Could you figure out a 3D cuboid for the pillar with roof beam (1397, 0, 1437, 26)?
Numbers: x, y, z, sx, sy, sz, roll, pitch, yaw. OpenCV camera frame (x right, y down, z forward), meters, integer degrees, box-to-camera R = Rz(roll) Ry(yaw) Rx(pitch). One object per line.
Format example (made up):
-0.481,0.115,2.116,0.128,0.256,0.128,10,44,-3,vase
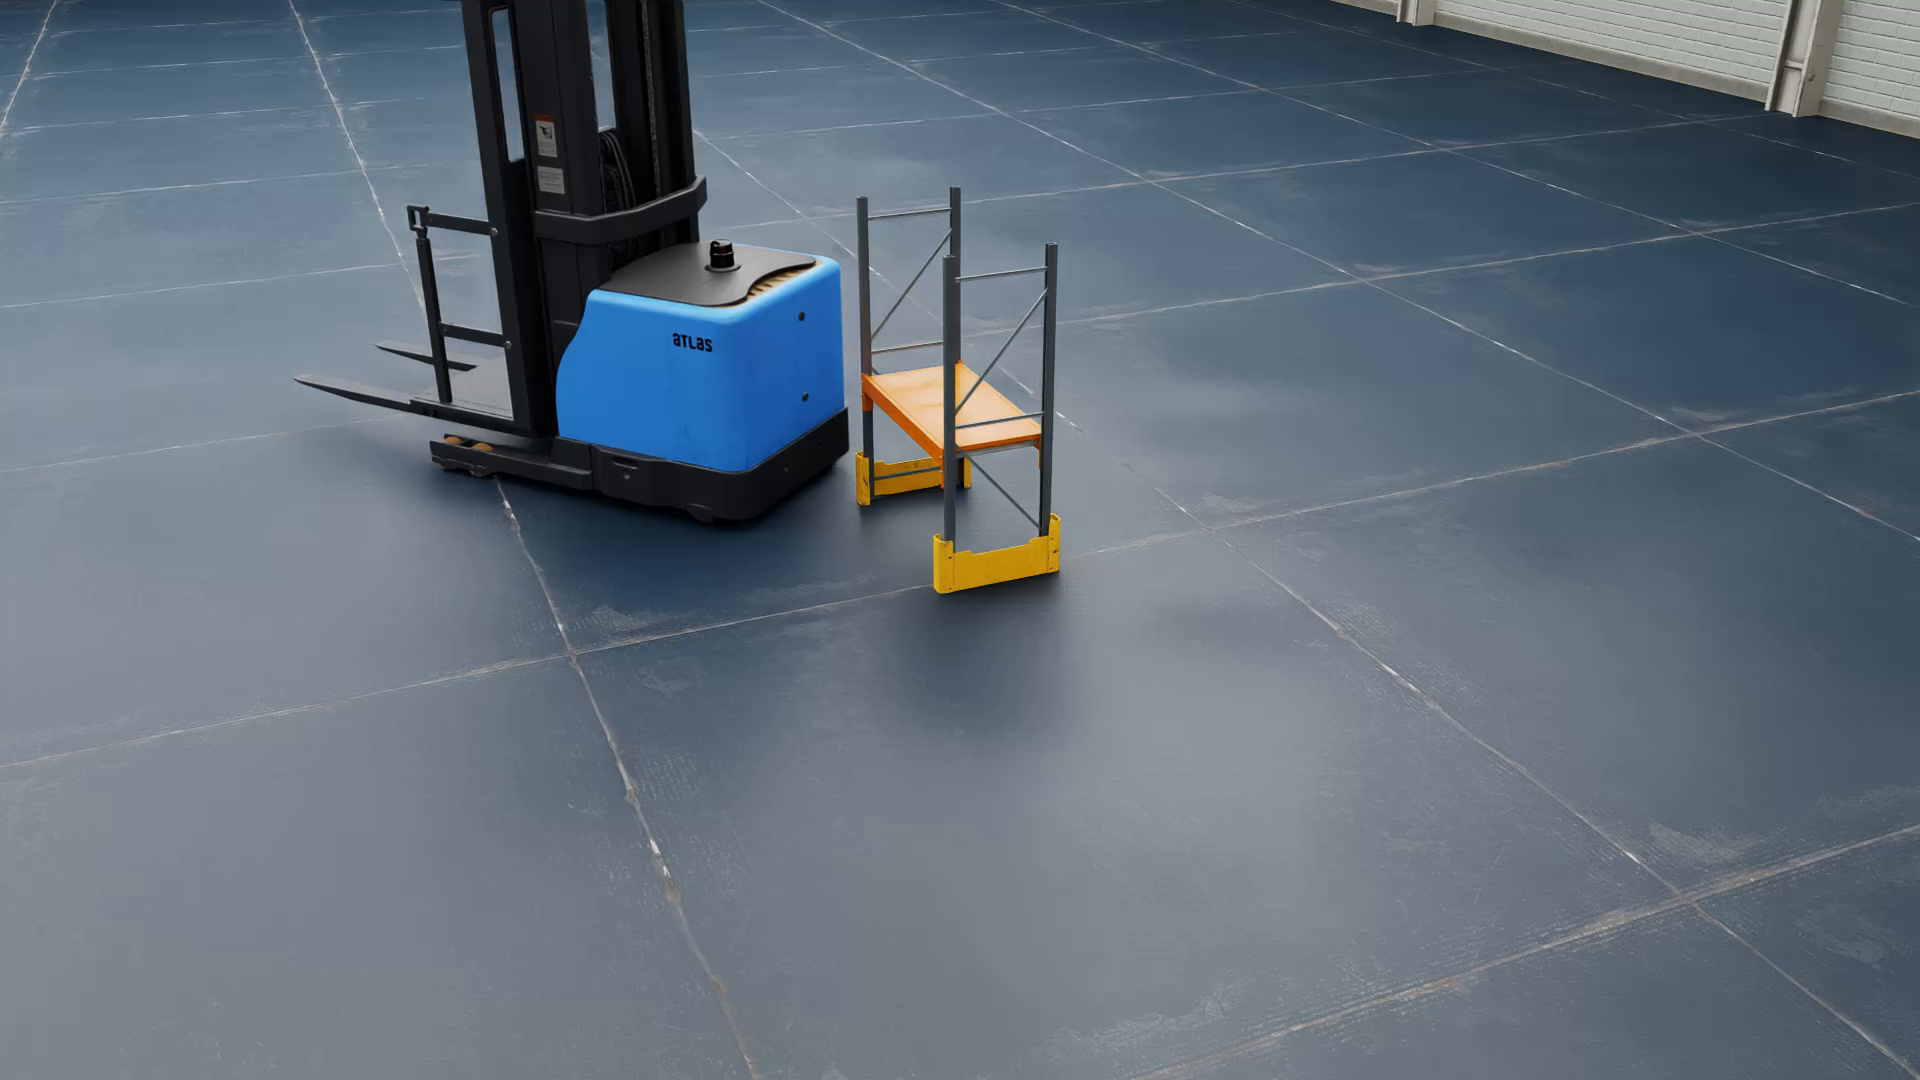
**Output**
1.888,-9.946,17.864,9.100,9.000,0.400,-11,28,-21,pillar with roof beam

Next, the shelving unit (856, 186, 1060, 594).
-0.030,-0.705,7.484,0.587,1.500,1.083,-11,28,-21,shelving unit

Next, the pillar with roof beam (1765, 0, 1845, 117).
4.238,-7.524,12.903,9.100,9.000,0.400,-11,28,-21,pillar with roof beam

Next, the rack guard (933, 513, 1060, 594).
0.165,0.058,7.346,0.587,0.250,0.087,-11,28,-21,rack guard

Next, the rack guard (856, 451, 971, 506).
-0.225,-0.344,8.170,0.587,0.250,0.087,-11,28,-21,rack guard

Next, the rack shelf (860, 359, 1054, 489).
-0.033,-0.547,7.570,0.538,0.185,1.000,-11,28,-21,rack shelf

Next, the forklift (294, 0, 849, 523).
-2.122,-1.830,8.157,3.031,2.935,1.130,12,29,24,forklift

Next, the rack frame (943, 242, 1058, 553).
0.166,-0.503,7.071,0.500,1.500,0.032,-11,28,-21,rack frame

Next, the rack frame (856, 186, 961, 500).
-0.232,-0.914,7.912,0.500,1.500,0.032,-11,28,-21,rack frame
